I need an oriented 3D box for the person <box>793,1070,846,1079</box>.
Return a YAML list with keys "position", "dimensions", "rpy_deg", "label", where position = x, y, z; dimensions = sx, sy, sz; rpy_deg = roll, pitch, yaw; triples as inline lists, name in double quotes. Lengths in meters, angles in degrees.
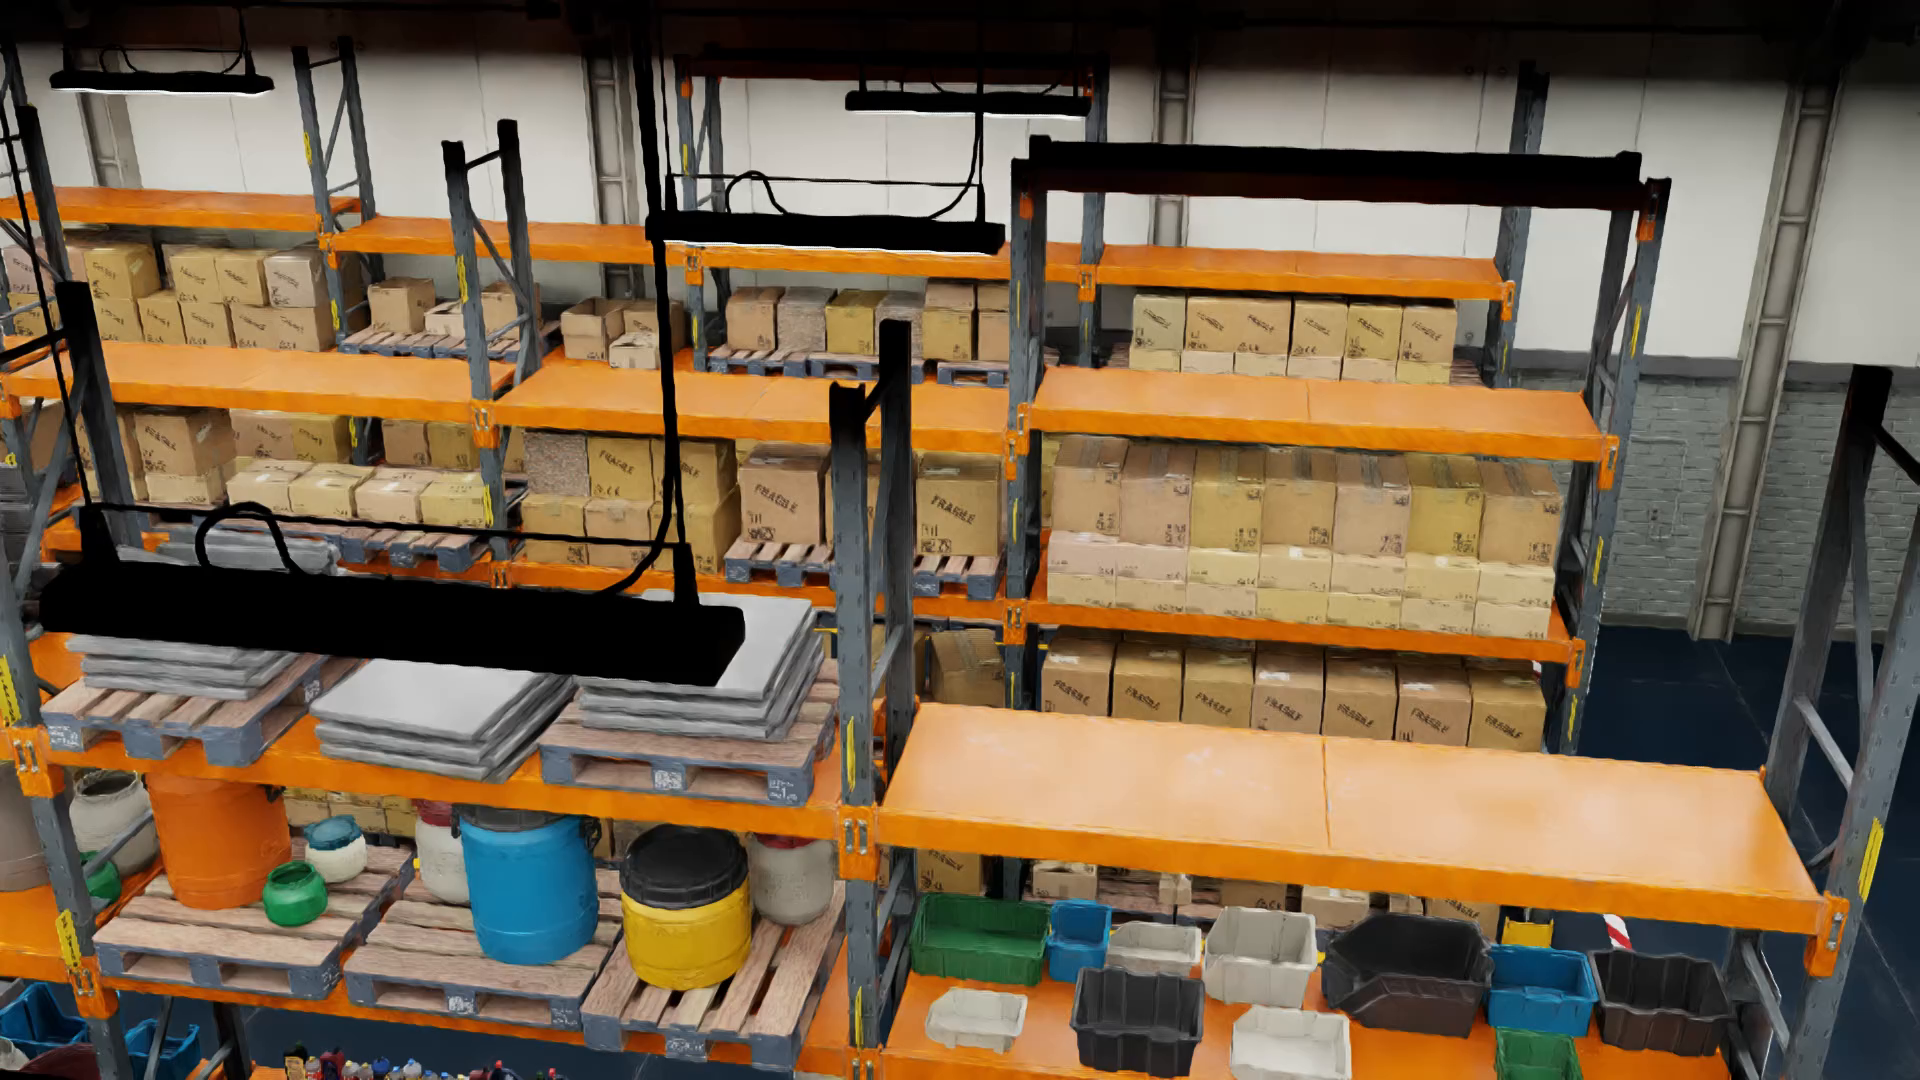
- position: [-0.756, 3.300, 10.274]
  dimensions: [0.666, 1.784, 0.588]
  rpy_deg: [14, 27, 29]
  label: "person"
